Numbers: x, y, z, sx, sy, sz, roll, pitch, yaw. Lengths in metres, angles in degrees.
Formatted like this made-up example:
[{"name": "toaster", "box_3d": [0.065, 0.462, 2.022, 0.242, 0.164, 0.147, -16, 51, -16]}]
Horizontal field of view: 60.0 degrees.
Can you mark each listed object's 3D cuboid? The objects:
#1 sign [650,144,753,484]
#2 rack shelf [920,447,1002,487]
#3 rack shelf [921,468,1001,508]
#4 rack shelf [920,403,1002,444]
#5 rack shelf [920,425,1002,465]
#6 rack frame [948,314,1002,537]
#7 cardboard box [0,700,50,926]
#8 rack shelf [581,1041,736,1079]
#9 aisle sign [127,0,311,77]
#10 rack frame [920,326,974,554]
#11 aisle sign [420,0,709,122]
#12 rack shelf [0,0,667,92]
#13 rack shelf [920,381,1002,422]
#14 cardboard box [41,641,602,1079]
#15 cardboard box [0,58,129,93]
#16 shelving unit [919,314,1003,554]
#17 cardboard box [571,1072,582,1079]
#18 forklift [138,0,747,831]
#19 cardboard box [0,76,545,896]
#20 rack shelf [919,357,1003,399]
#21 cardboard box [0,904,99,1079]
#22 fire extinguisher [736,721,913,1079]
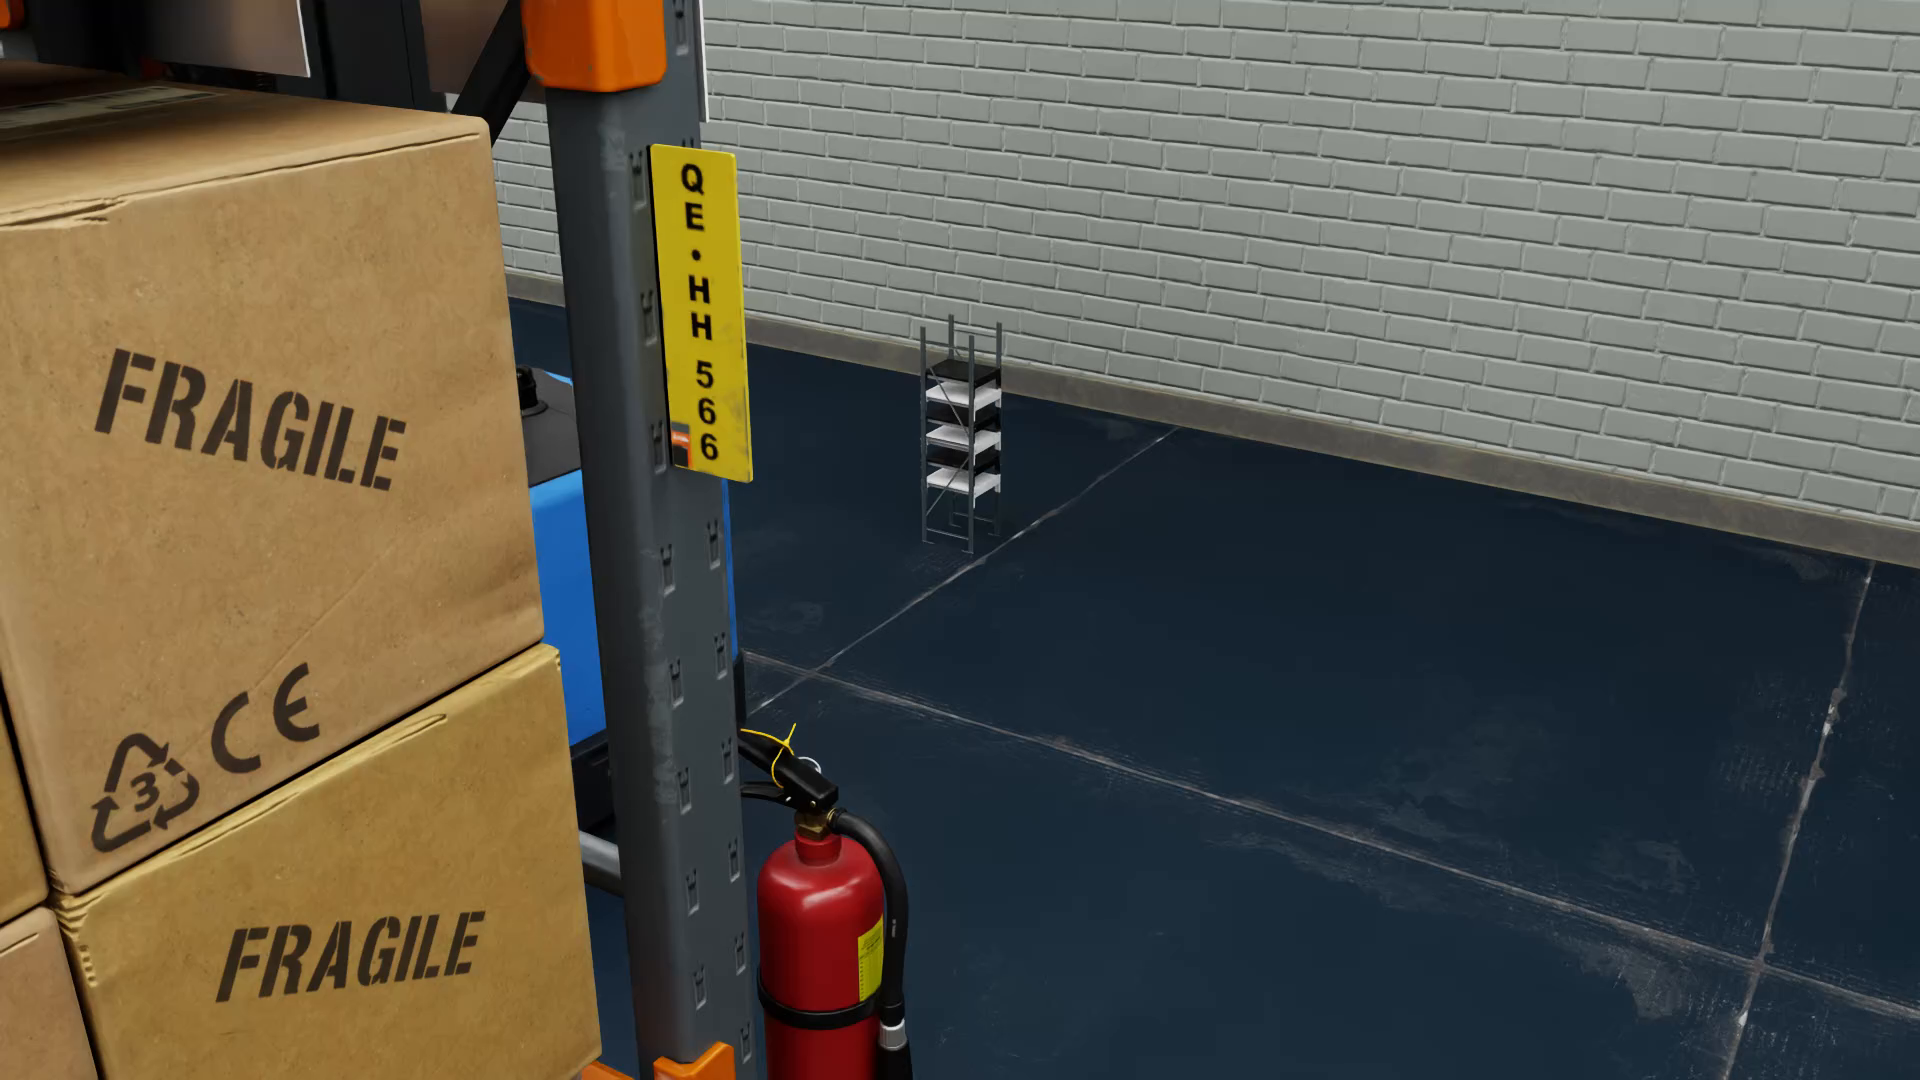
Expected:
[{"name": "sign", "box_3d": [-0.250, -0.216, 1.618, 0.100, 0.325, 0.005, 14, 27, 29]}, {"name": "rack shelf", "box_3d": [0.004, -0.303, 6.627, 0.258, 0.077, 0.200, 14, 27, 29]}, {"name": "rack shelf", "box_3d": [0.004, -0.220, 6.662, 0.258, 0.077, 0.200, 14, 27, 29]}, {"name": "rack shelf", "box_3d": [0.004, -0.468, 6.555, 0.258, 0.077, 0.200, 14, 27, 29]}, {"name": "rack shelf", "box_3d": [0.004, -0.385, 6.591, 0.258, 0.077, 0.200, 14, 27, 29]}, {"name": "rack frame", "box_3d": [0.058, -0.450, 6.657, 0.240, 0.900, 0.006, 14, 27, 29]}, {"name": "cardboard box", "box_3d": [-1.008, 0.074, 1.046, 0.500, 0.500, 0.500, 13, 27, 27]}, {"name": "rack shelf", "box_3d": [-1.766, 1.342, 0.779, 1.077, 0.370, 4.000, 14, 27, 29]}, {"name": "aisle sign", "box_3d": [-0.927, -0.943, 1.881, 0.394, 0.787, 0.004, 14, 27, 29]}, {"name": "rack frame", "box_3d": [-0.049, -0.381, 6.498, 0.240, 0.900, 0.006, 14, 27, 29]}, {"name": "aisle sign", "box_3d": [-0.418, -0.818, 1.591, 0.394, 0.787, 0.004, 14, 27, 29]}, {"name": "rack shelf", "box_3d": [-1.766, -0.034, 0.183, 1.077, 0.370, 4.000, 14, 27, 29]}, {"name": "rack shelf", "box_3d": [0.004, -0.550, 6.519, 0.258, 0.077, 0.200, 14, 27, 29]}, {"name": "cardboard box", "box_3d": [-0.729, 0.360, 1.641, 0.500, 0.500, 0.500, 14, 27, 30]}, {"name": "cardboard box", "box_3d": [-1.173, -0.208, 1.696, 0.500, 0.500, 0.500, 14, 27, 29]}, {"name": "shelving unit", "box_3d": [0.004, -0.416, 6.578, 0.258, 0.900, 0.210, 14, 27, 29]}, {"name": "cardboard box", "box_3d": [-0.643, 0.622, 1.854, 0.380, 0.149, 0.250, 14, 27, 29]}, {"name": "forklift", "box_3d": [-1.969, -0.360, 3.893, 1.130, 2.935, 3.031, 17, 29, 34]}, {"name": "cardboard box", "box_3d": [-0.741, -0.097, 1.441, 0.500, 0.500, 0.500, 13, 27, 28]}, {"name": "rack shelf", "box_3d": [0.004, -0.633, 6.484, 0.258, 0.077, 0.200, 14, 27, 29]}, {"name": "cardboard box", "box_3d": [-1.006, 0.533, 1.242, 0.500, 0.500, 0.500, 13, 27, 28]}, {"name": "fire extinguisher", "box_3d": [-0.186, 0.556, 2.258, 0.296, 0.674, 0.183, 14, 27, 29]}]
